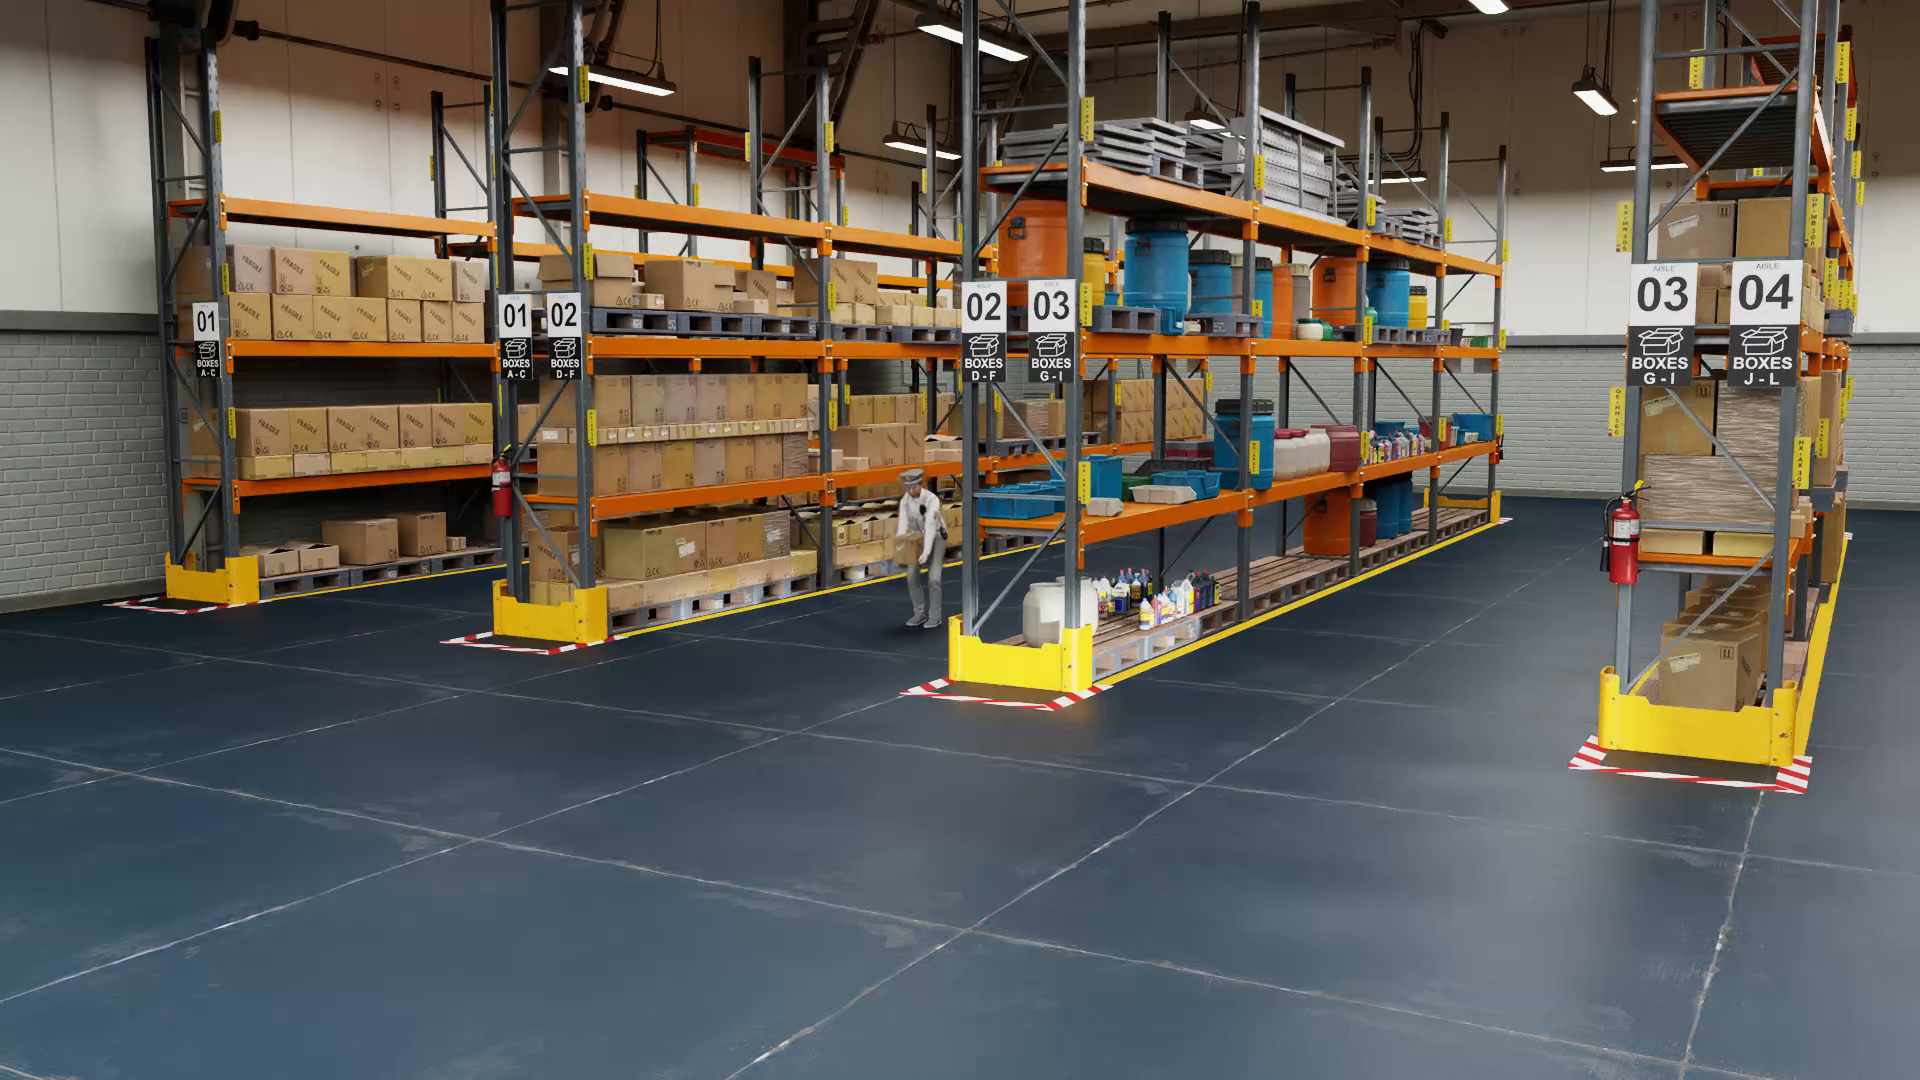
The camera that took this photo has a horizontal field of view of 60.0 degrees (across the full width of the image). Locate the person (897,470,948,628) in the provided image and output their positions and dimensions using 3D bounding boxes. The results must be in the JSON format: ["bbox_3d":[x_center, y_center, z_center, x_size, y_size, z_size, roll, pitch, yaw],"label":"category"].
[{"bbox_3d":[-0.369,0.081,16.173,0.413,1.552,0.647,3,7,27],"label":"person"}]
